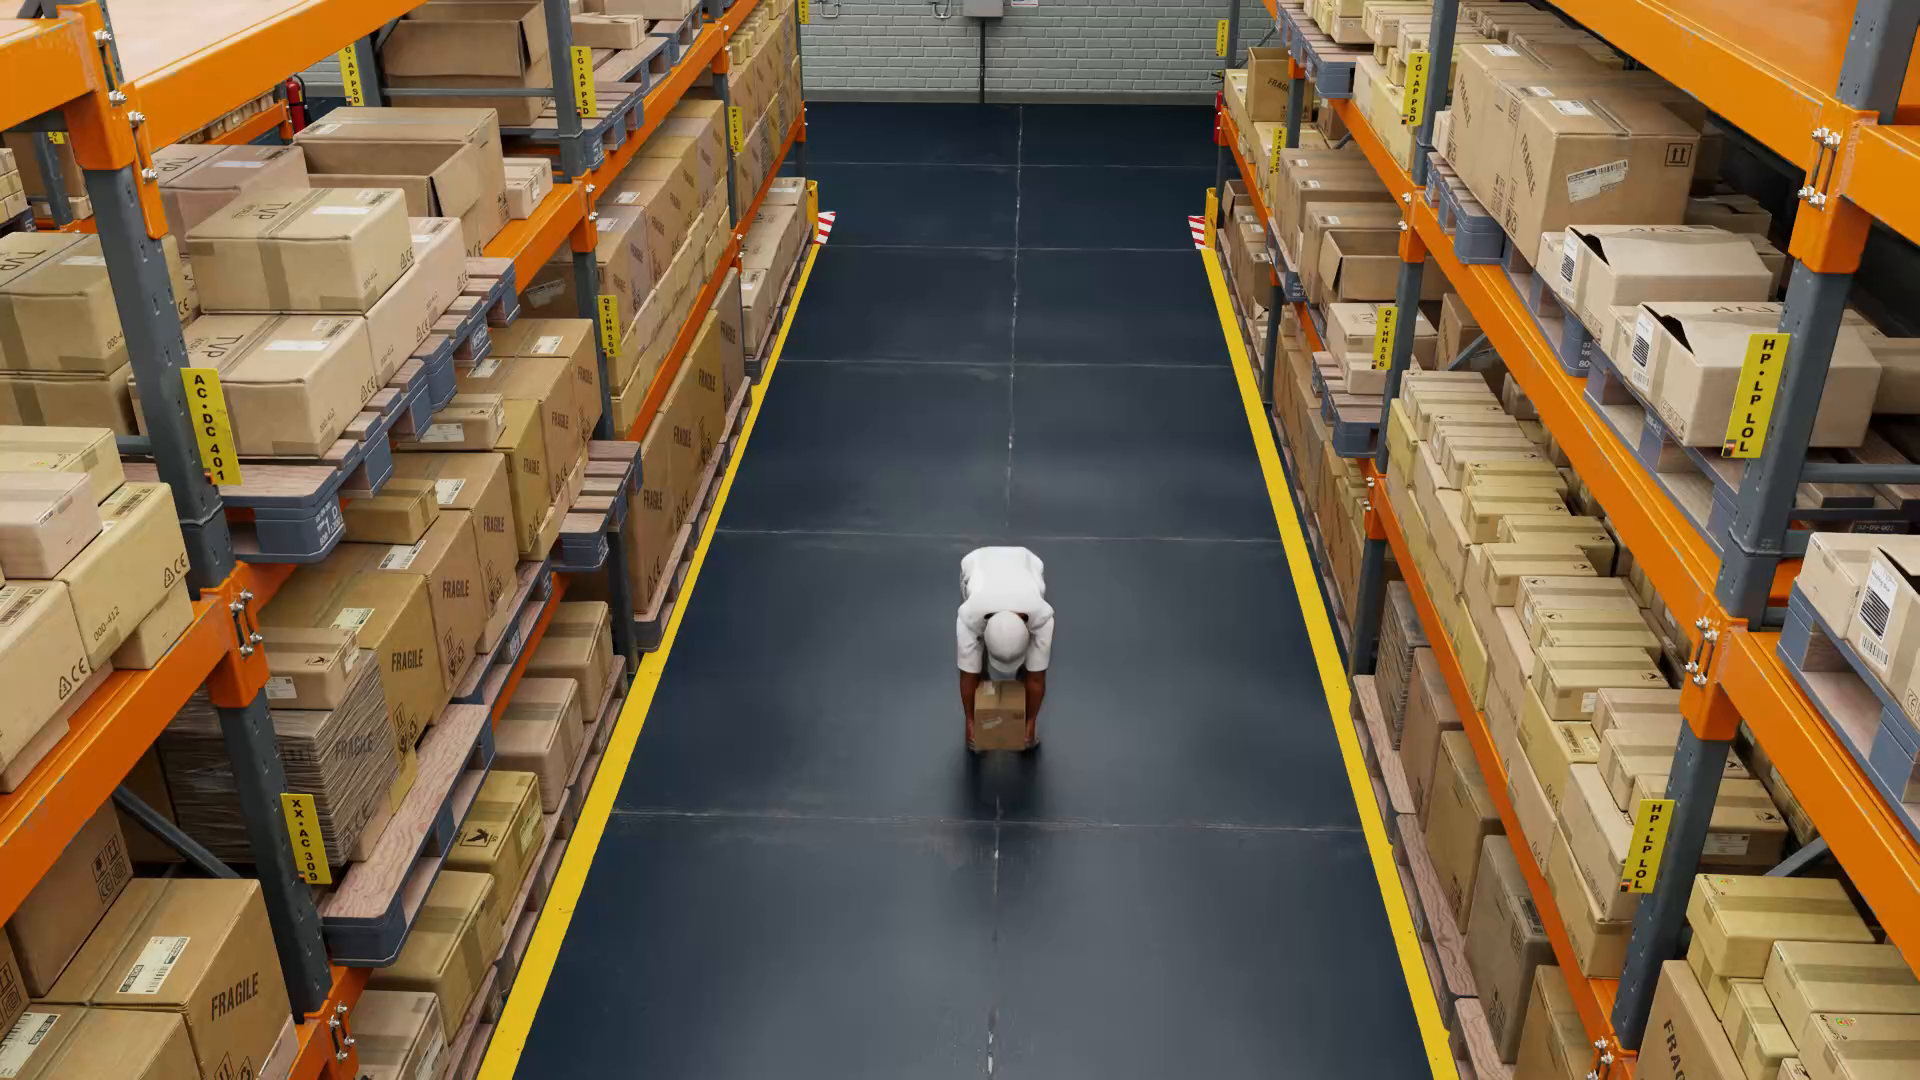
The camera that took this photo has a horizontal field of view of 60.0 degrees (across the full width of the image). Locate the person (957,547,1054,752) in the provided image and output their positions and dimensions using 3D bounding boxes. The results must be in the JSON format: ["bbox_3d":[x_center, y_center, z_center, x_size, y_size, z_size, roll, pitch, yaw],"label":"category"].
[{"bbox_3d":[0.222,0.638,8.332,0.477,1.096,0.981,0,28,0],"label":"person"}]
